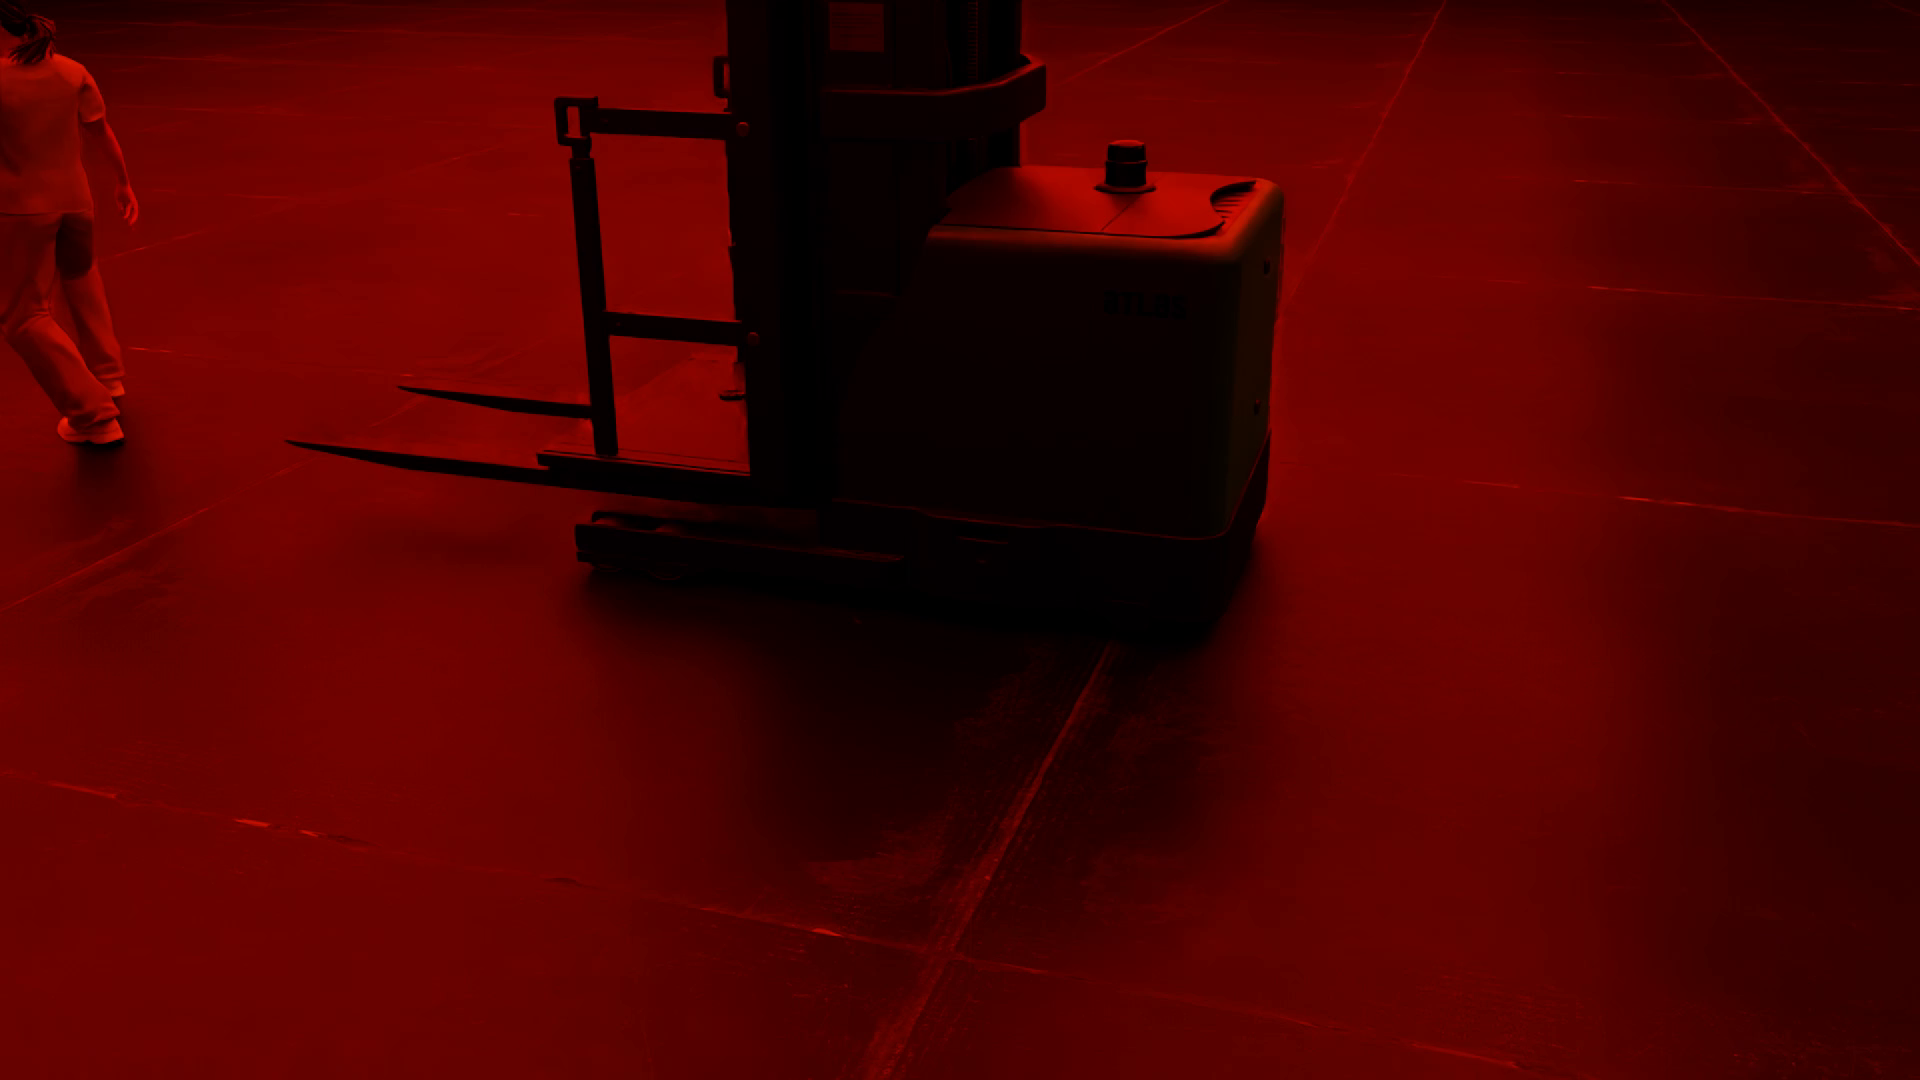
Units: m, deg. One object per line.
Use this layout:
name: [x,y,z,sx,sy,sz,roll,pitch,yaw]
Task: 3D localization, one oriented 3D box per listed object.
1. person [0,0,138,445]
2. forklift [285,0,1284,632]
person: [-3.248,-1.195,5.939,0.775,1.590,0.603,11,25,24]
forklift: [-0.615,-1.420,4.718,3.031,2.935,1.130,7,23,16]
